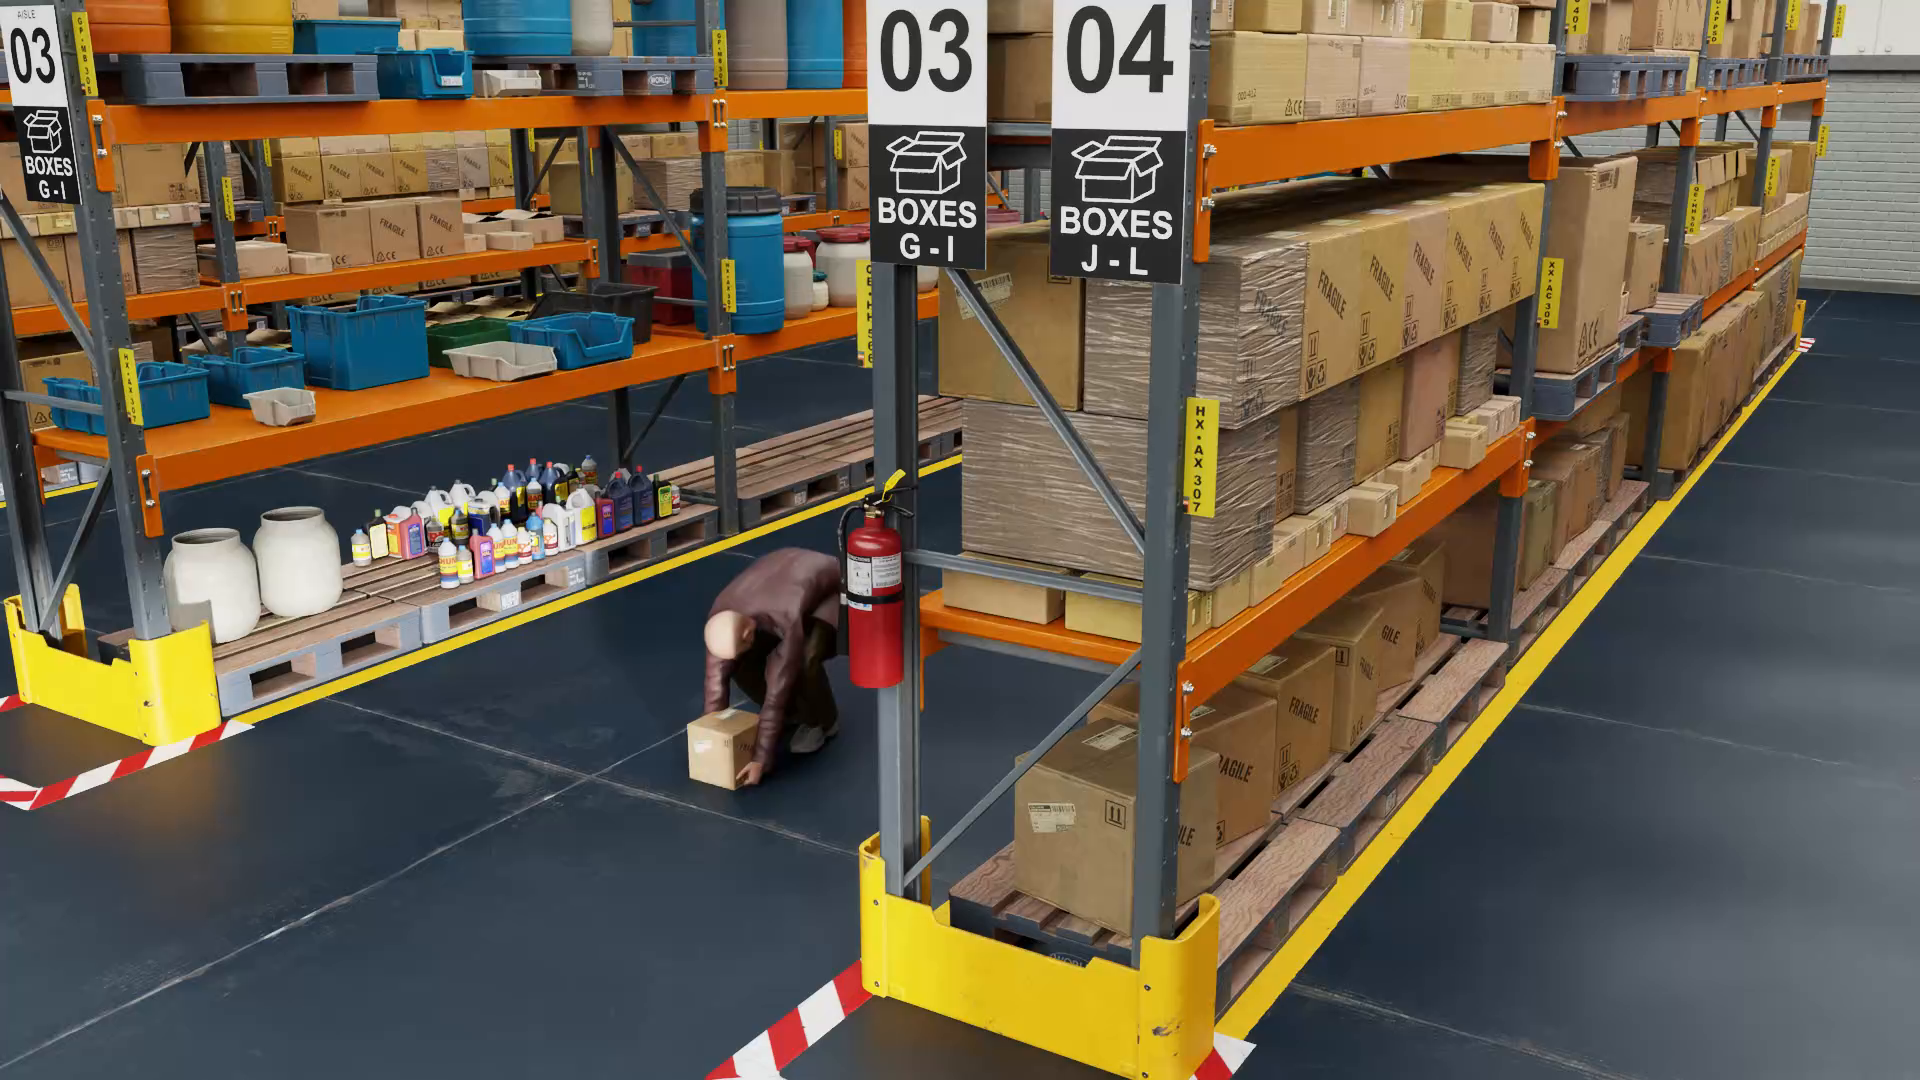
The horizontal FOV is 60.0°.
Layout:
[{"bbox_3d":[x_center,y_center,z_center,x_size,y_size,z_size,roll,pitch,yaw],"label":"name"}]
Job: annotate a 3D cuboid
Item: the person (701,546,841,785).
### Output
[{"bbox_3d":[-0.817,0.521,7.400,0.585,0.897,0.953,9,18,28],"label":"person"}]
